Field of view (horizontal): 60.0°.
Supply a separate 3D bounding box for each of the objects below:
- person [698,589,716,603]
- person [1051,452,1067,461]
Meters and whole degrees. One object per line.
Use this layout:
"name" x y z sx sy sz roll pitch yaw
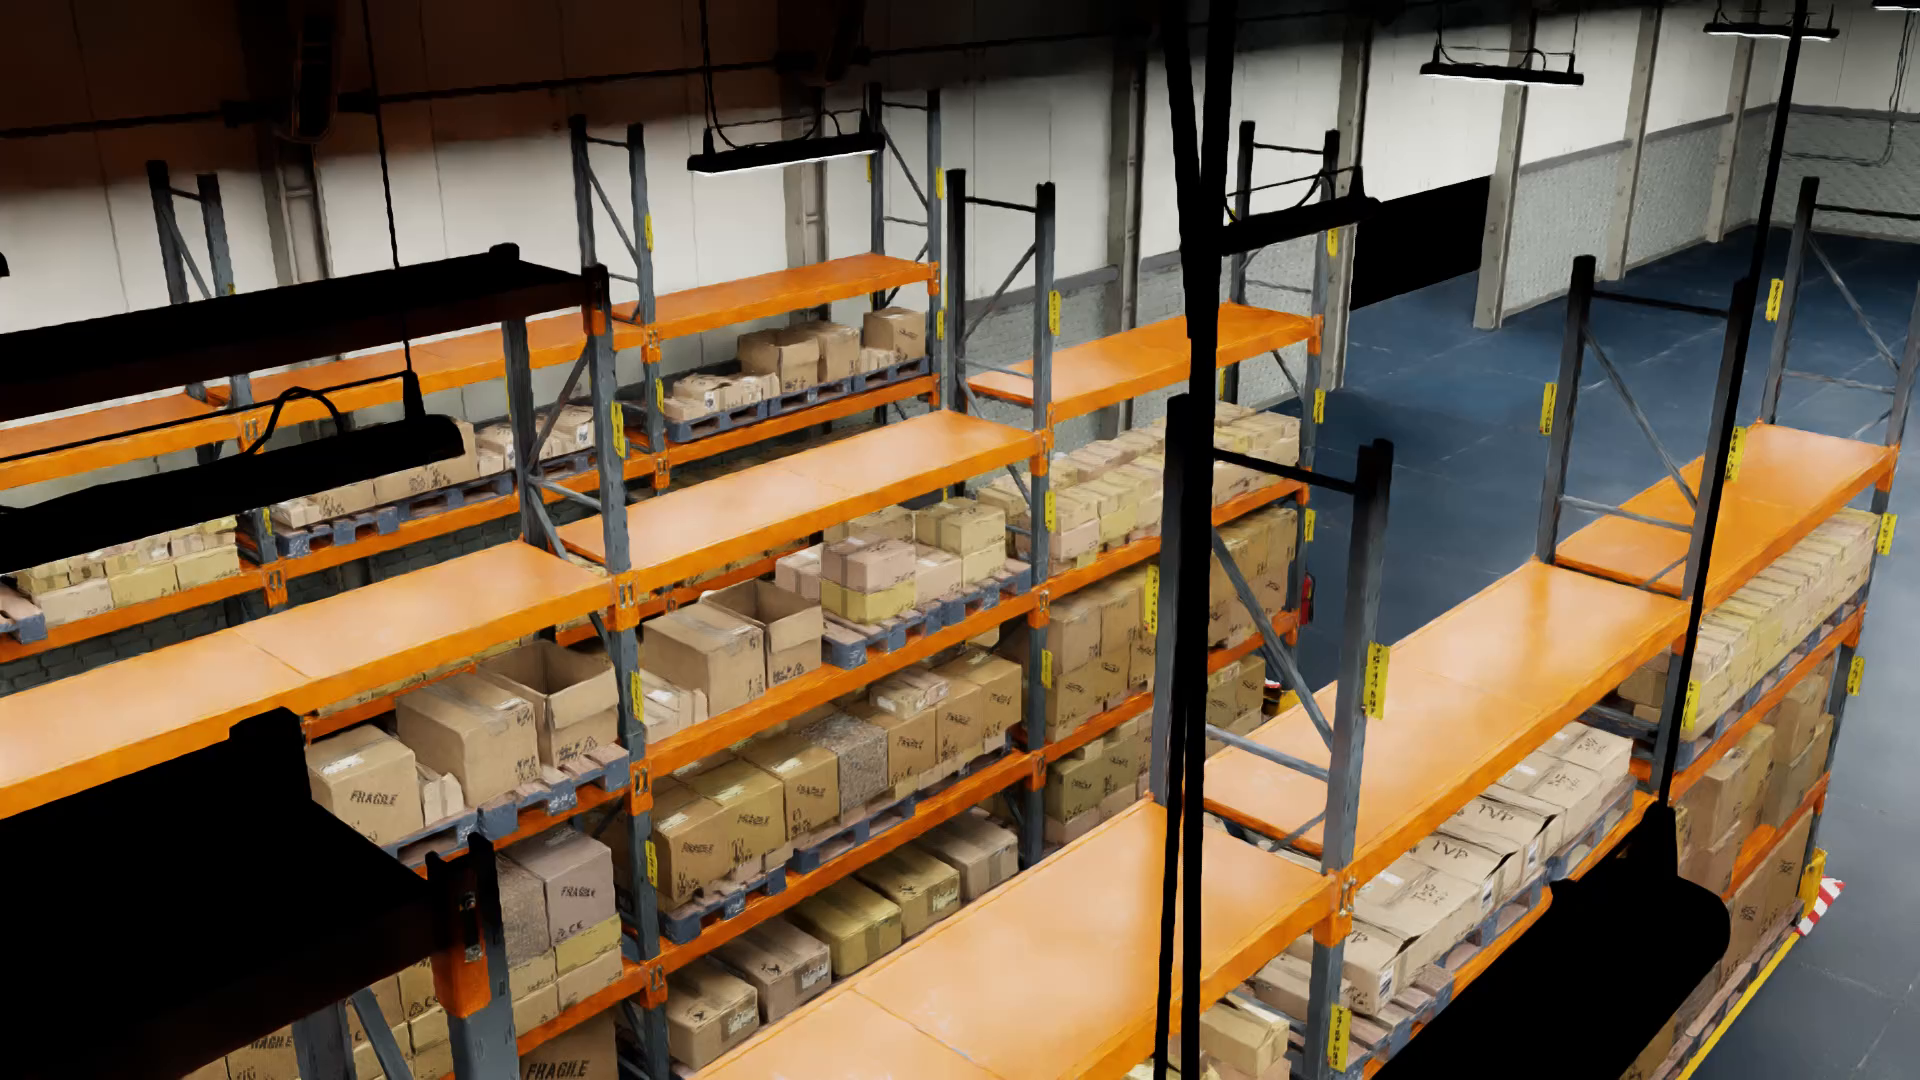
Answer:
"person" -2.392 1.317 16.154 0.676 1.763 0.579 -8 23 -19
"person" 1.061 -0.224 20.150 0.562 1.777 0.601 -4 22 -10
